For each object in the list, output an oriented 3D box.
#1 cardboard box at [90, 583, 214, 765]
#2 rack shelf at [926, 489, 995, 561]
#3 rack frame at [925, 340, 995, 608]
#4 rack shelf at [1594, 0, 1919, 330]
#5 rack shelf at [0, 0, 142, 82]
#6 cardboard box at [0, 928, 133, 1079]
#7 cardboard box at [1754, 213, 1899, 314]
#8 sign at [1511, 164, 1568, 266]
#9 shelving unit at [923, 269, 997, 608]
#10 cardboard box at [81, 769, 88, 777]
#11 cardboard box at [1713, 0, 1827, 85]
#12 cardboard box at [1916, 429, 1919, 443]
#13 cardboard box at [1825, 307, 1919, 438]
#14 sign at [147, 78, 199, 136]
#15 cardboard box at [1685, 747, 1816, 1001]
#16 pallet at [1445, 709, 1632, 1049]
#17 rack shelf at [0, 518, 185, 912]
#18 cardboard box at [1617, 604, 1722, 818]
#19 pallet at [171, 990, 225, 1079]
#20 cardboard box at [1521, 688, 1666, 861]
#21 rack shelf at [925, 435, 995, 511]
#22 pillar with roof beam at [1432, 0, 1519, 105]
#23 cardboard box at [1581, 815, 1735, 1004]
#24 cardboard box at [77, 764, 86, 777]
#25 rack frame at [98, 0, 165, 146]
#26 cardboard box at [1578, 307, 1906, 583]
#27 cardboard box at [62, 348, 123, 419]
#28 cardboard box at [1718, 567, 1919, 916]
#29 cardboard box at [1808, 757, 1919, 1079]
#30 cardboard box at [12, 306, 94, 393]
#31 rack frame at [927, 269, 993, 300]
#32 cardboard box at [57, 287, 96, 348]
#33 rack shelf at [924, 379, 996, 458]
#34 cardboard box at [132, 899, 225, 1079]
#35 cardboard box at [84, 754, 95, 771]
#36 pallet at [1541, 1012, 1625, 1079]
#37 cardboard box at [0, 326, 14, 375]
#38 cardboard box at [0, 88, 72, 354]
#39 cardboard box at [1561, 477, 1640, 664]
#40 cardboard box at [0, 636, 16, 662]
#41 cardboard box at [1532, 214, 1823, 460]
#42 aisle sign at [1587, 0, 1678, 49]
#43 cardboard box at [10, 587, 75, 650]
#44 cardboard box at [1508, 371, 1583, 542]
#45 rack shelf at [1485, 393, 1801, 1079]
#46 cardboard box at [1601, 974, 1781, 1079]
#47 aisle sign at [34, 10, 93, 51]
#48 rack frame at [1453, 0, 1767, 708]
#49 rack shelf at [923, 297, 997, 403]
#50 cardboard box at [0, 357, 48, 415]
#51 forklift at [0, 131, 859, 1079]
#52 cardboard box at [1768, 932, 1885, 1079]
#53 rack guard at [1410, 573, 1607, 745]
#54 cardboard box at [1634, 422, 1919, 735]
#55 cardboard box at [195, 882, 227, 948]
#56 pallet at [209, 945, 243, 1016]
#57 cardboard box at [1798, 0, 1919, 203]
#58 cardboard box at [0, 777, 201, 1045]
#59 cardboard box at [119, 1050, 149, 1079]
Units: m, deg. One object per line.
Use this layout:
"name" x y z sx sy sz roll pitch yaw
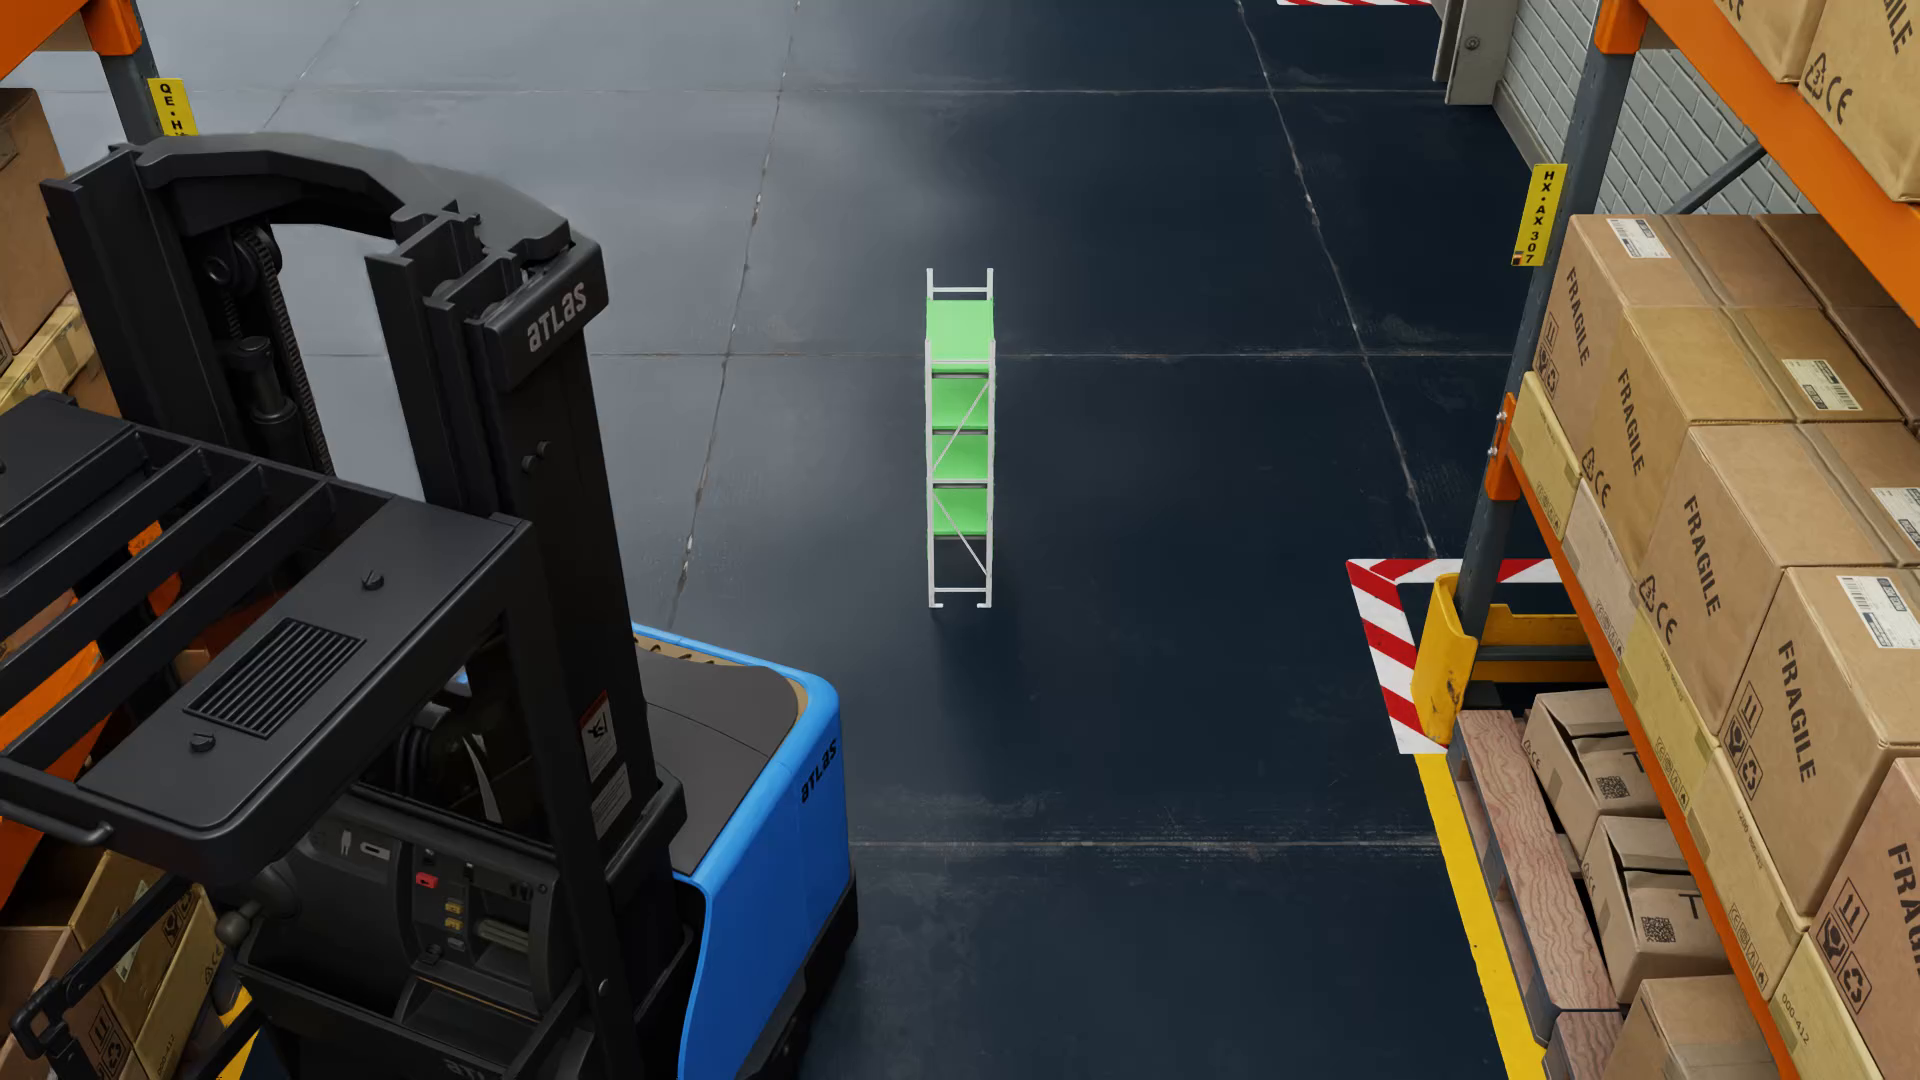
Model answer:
"cardboard box" -2.426 0.352 5.175 0.500 0.500 0.500 0 39 0
"rack shelf" 0.000 -0.128 6.436 0.258 0.148 0.480 0 39 0
"rack frame" 0.000 -0.212 6.055 0.240 1.200 0.015 0 39 0
"rack shelf" 2.232 -0.244 2.833 1.077 0.370 4.000 0 39 0
"rack shelf" -2.722 -0.239 2.826 1.077 0.370 4.000 0 39 0
"cardboard box" -2.411 1.290 4.005 0.500 0.500 0.500 0 39 0
"cardboard box" 2.442 -0.553 4.545 0.500 0.500 0.500 0 39 -1
"sign" 1.687 -0.943 4.835 0.100 0.325 0.005 0 39 0
"shelving unit" 0.000 -0.365 6.246 0.258 1.200 0.503 0 39 0
"cardboard box" -2.942 0.958 5.019 0.500 0.250 0.500 0 39 0
"cardboard box" 1.945 -1.278 3.451 0.500 0.500 0.500 2 39 3
"cardboard box" 2.438 0.085 3.749 0.500 0.500 0.500 -1 39 -1
"cardboard box" 2.433 -0.238 4.152 0.500 0.500 0.500 0 39 1
"sign" -2.182 -1.135 4.653 0.100 0.325 0.005 0 39 0
"cardboard box" 1.920 0.710 3.569 0.500 0.250 0.500 0 39 0
"pallet" 2.195 1.038 5.285 1.003 0.211 1.213 0 39 0
"rack shelf" -2.722 0.932 3.764 1.077 0.370 4.000 0 39 0
"cardboard box" 1.922 0.394 3.964 0.500 0.250 0.500 -1 39 -1
"pallet" -2.683 1.728 4.425 1.003 0.211 1.213 0 39 0
"cardboard box" 2.140 0.705 5.270 0.500 0.311 0.500 -4 39 -5
"rack shelf" 0.000 -0.315 6.286 0.258 0.148 0.480 0 39 0
"pillar with roof beam" -1.217 -6.258 7.363 9.100 9.000 0.400 0 39 0
"cardboard box" 2.141 1.061 4.825 0.500 0.311 0.500 3 39 4
"cardboard box" -2.944 0.665 4.785 0.500 0.500 0.500 0 39 0
"rack frame" -2.724 -0.599 5.099 1.000 3.000 0.127 0 39 0
"cardboard box" 1.920 -0.239 4.154 0.500 0.500 0.500 0 39 0
"cardboard box" -2.737 -0.347 4.704 0.700 0.500 0.500 0 39 0
"cardboard box" 1.927 0.406 3.348 0.500 0.500 0.500 1 39 1
"cardboard box" 1.928 0.732 2.943 0.500 0.500 0.500 -1 39 -1
"cardboard box" -2.532 -0.489 4.363 0.380 0.149 0.250 1 39 1
"rack frame" 0.000 -0.517 6.436 0.240 1.200 0.015 0 39 0
"cardboard box" -2.533 -0.653 4.567 0.380 0.149 0.250 -1 39 -1
"rack shelf" 0.000 -0.502 6.135 0.258 0.148 0.480 0 39 0
"cardboard box" -2.413 1.270 4.629 0.500 0.250 0.500 0 39 0
"cardboard box" -2.946 0.645 5.409 0.500 0.250 0.500 0 39 0
"pallet" 2.193 1.799 4.336 1.003 0.211 1.213 0 39 0
"cardboard box" -2.731 -0.491 3.846 0.700 0.500 0.500 -1 39 -1
"cardboard box" -2.737 -0.820 4.257 0.700 0.500 0.500 0 39 0
"cardboard box" 1.927 0.075 4.361 0.500 0.250 0.500 -1 39 -1
"cardboard box" -2.736 0.292 3.907 0.700 0.500 0.500 0 39 0
"cardboard box" 1.929 -0.549 4.540 0.500 0.500 0.500 0 39 0
"aisle sign" 1.929 -1.665 4.350 0.394 0.787 0.004 0 39 0
"cardboard box" -2.731 -0.018 4.294 0.700 0.500 0.500 1 39 1
"cardboard box" 1.912 -0.249 4.766 0.500 0.250 0.500 -1 39 -1
"rack shelf" 2.232 0.926 3.771 1.077 0.370 4.000 0 39 0
"cardboard box" 2.092 1.446 4.193 0.700 0.500 0.500 -2 39 -3
"aisle sign" -2.431 -1.655 4.338 0.394 0.787 0.004 0 39 0
"rack frame" 2.229 -0.605 5.107 1.000 3.000 0.127 0 39 0
"rack shelf" 0.000 -0.689 5.985 0.258 0.148 0.480 0 39 0
"cardboard box" -2.531 -0.329 4.163 0.380 0.149 0.250 -1 39 -1
"forklift" -1.338 0.820 3.383 1.130 2.935 3.031 14 41 17
"cardboard box" 1.922 1.025 3.177 0.500 0.250 0.500 0 39 0
"rack guard" 2.229 0.418 5.829 1.175 0.500 0.348 0 39 0
"cardboard box" 1.914 0.084 3.751 0.500 0.500 0.500 -1 39 -2
"cardboard box" -2.416 0.957 5.020 0.500 0.250 0.500 0 39 0
"pallet" -2.682 0.967 5.375 1.003 0.211 1.213 0 39 0
"cardboard box" 1.949 -0.953 3.046 0.500 0.500 0.500 2 39 2
"cardboard box" -2.410 0.977 4.395 0.500 0.500 0.500 0 39 0
"cardboard box" -2.415 1.583 4.239 0.500 0.250 0.500 0 39 0
